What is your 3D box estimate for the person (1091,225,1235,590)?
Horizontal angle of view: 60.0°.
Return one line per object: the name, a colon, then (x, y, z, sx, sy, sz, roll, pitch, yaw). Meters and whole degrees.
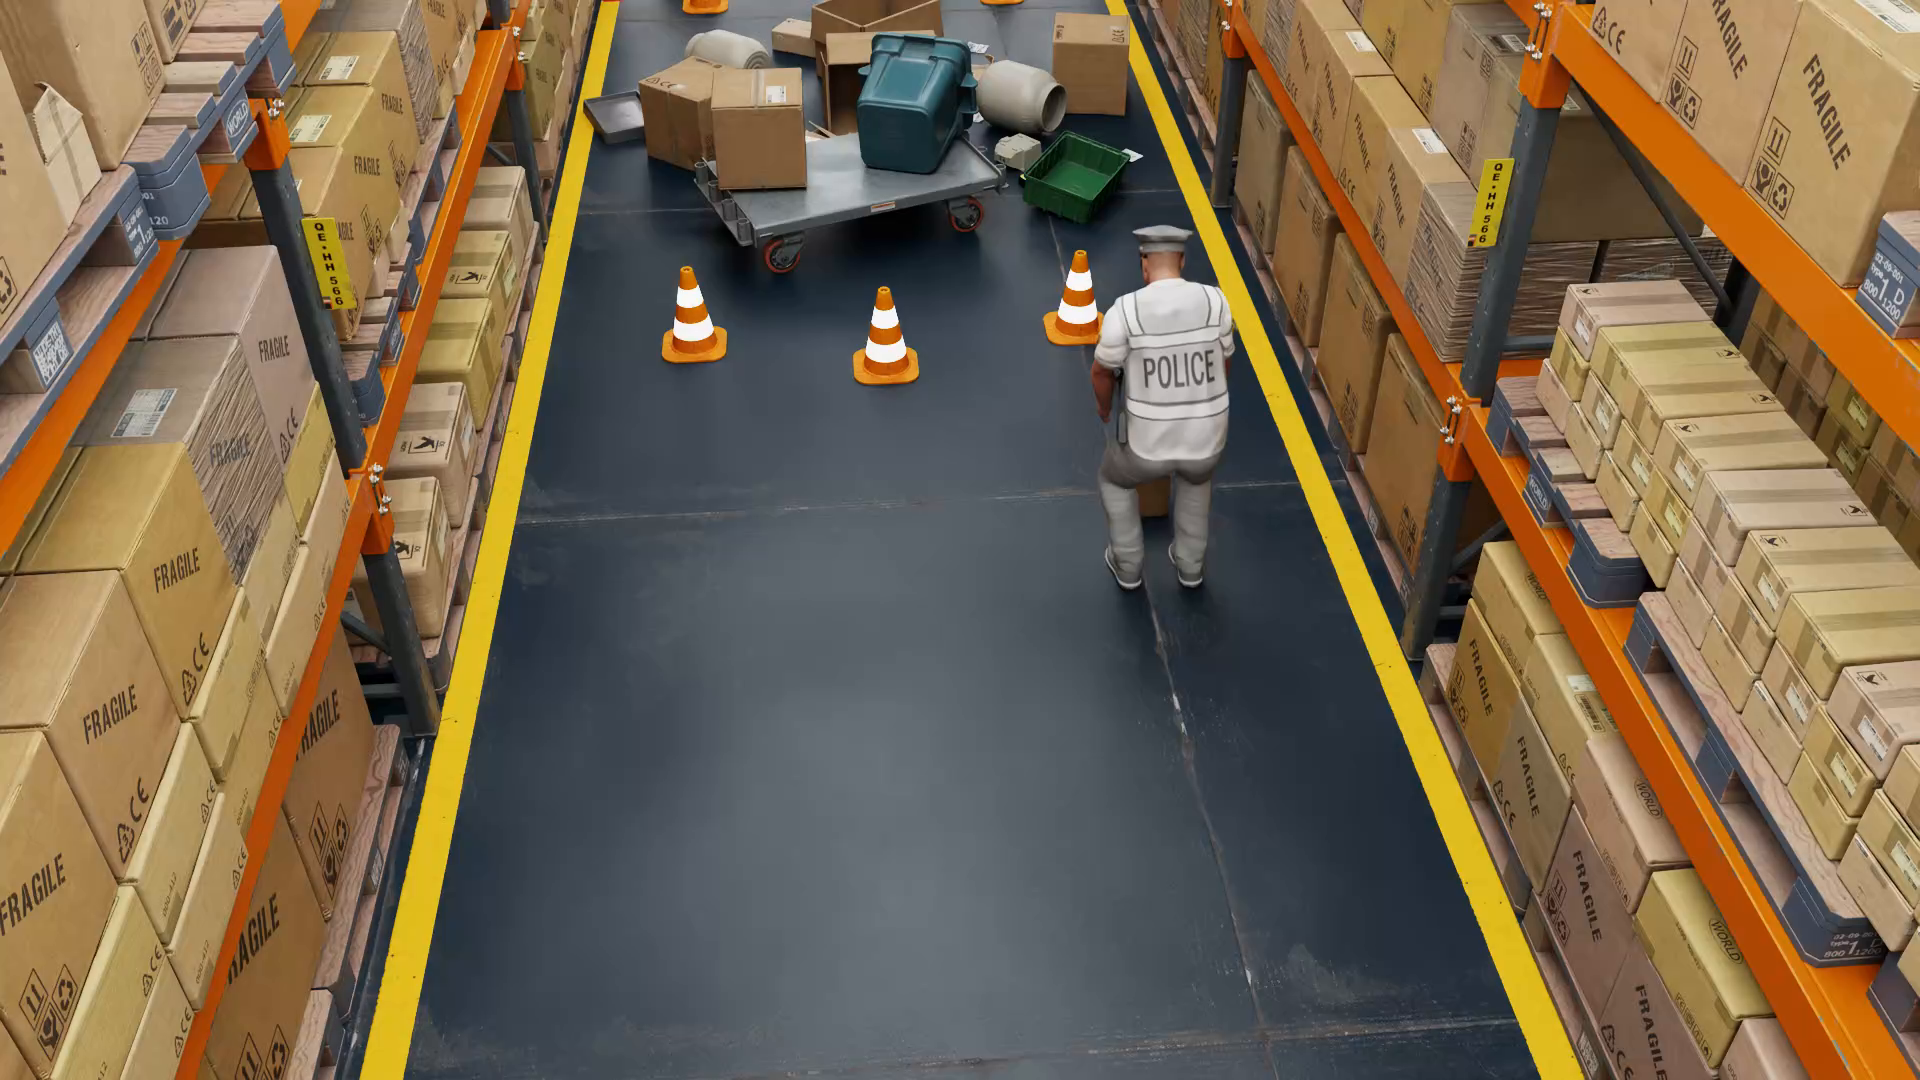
person: (0.827, -0.507, 6.914, 0.581, 1.594, 0.658, -3, 39, -3)
